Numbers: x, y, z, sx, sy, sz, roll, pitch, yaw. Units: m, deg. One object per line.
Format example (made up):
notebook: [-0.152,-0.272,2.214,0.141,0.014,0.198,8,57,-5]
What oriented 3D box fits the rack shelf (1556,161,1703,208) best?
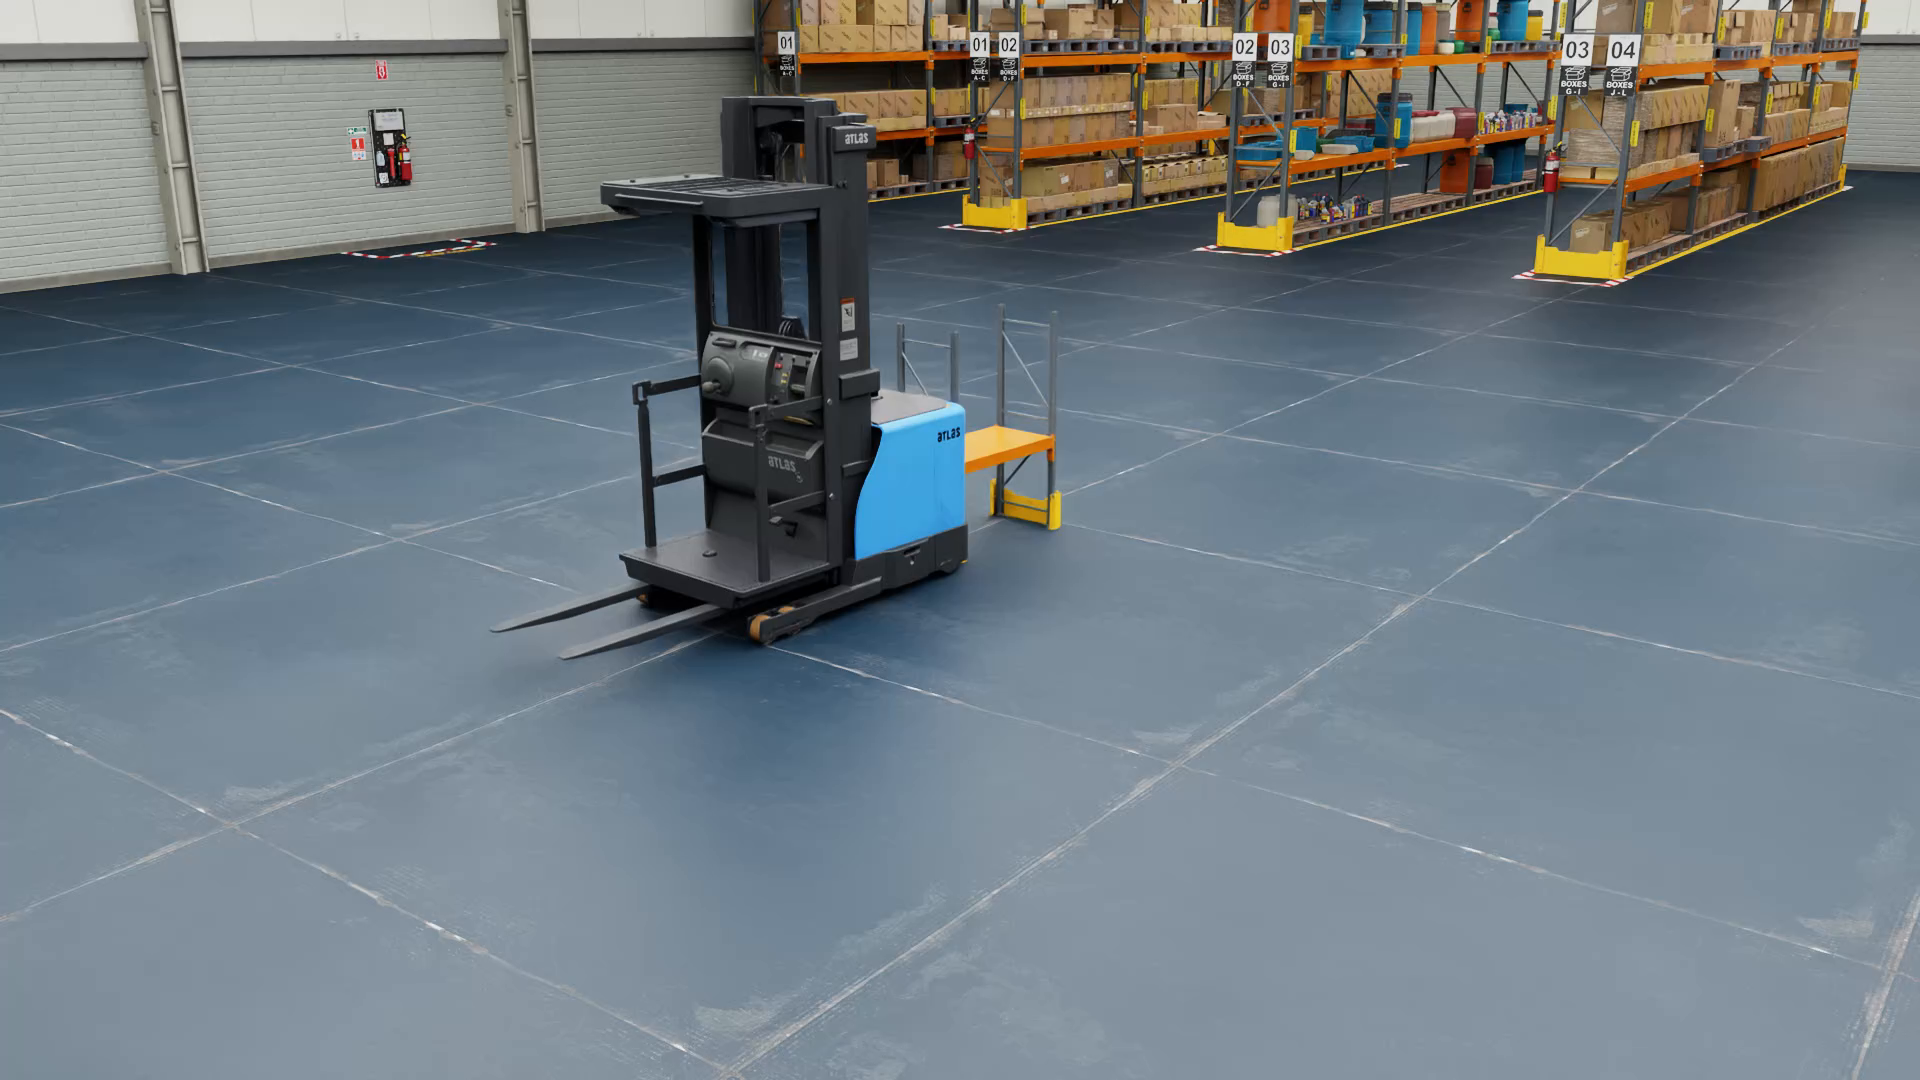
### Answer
rack shelf: [9.753,-5.237,24.264,1.077,0.370,4.000,12,21,35]

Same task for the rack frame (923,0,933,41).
rack frame: [-0.990,-11.548,33.258,1.000,3.000,0.127,12,21,35]

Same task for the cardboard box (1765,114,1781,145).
cardboard box: [14.141,-7.249,29.360,0.500,0.500,0.500,12,21,33]

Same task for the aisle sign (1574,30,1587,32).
aisle sign: [13.921,-11.102,37.552,0.394,0.787,0.004,12,21,35]

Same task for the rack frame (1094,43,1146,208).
rack frame: [2.991,-7.809,31.331,1.000,3.000,0.127,12,21,35]

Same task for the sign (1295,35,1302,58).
sign: [5.022,-7.318,24.680,0.100,0.325,0.005,12,21,35]

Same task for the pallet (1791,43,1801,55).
pallet: [14.333,-8.782,29.726,1.003,0.211,1.213,14,22,37]

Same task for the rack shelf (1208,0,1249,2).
rack shelf: [6.566,-11.568,35.210,1.077,0.370,4.000,12,21,35]

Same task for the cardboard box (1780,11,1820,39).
cardboard box: [16.129,-9.888,31.925,0.700,0.500,0.500,11,20,31]

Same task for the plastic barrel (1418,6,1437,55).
plastic barrel: [8.296,-9.210,30.061,0.600,0.830,0.708,12,21,35]

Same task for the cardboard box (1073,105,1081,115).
cardboard box: [1.931,-7.635,29.509,0.380,0.149,0.250,13,21,35]

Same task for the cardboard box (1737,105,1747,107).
cardboard box: [13.038,-7.123,28.246,0.500,0.500,0.500,10,20,28]

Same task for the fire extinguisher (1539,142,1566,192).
fire extinguisher: [8.123,-5.122,22.810,0.296,0.674,0.183,12,21,35]

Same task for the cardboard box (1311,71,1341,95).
cardboard box: [8.264,-10.302,37.505,0.500,0.500,0.500,13,22,36]

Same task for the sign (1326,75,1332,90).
sign: [8.205,-10.170,36.983,0.100,0.325,0.005,12,21,35]

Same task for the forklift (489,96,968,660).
forklift: [-1.294,-0.981,9.462,1.130,2.935,3.031,14,22,39]

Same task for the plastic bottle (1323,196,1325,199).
plastic bottle: [6.254,-5.762,28.590,0.152,0.276,0.135,13,22,37]

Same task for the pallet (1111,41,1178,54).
pallet: [3.506,-9.362,31.599,0.805,0.209,1.217,11,21,33]

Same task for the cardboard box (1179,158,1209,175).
cardboard box: [4.652,-7.504,33.332,0.500,0.311,0.500,12,21,34]

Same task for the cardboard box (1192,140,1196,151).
cardboard box: [5.823,-10.364,43.066,0.700,0.500,0.500,12,21,35]

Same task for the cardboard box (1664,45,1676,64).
cardboard box: [9.656,-6.776,23.200,0.500,0.250,0.500,12,21,34]

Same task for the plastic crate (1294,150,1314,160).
plastic crate: [5.375,-6.010,25.984,0.298,0.136,0.250,12,21,35]

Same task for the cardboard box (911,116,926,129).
cardboard box: [-1.029,-8.455,33.631,0.500,0.250,0.500,12,21,35]

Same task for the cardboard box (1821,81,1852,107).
cardboard box: [18.015,-9.182,34.239,0.500,0.500,0.500,13,21,35]

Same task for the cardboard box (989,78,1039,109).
cardboard box: [0.927,-7.645,28.448,0.700,0.500,0.500,13,21,35]

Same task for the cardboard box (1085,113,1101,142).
cardboard box: [2.120,-7.504,30.182,0.700,0.500,0.500,13,21,35]

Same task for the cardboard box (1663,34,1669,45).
cardboard box: [9.562,-6.917,22.982,0.380,0.149,0.250,12,21,35]

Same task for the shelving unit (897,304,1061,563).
shelving unit: [0.130,-0.741,11.102,0.587,1.500,1.083,14,22,39]

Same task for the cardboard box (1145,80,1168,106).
cardboard box: [4.552,-11.031,41.202,0.980,0.700,0.700,12,21,33]

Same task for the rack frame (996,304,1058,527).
rack frame: [0.456,-0.854,11.463,0.500,1.500,0.032,14,22,39]

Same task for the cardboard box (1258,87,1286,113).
cardboard box: [6.754,-9.531,36.000,0.700,0.500,0.500,7,19,21]

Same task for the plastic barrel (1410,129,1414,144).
plastic barrel: [7.878,-7.155,29.458,0.301,0.262,0.301,0,17,0]

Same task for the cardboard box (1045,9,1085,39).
cardboard box: [1.816,-8.951,28.839,0.500,0.500,0.500,12,21,35]

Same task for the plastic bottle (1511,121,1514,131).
plastic bottle: [10.974,-8.265,33.136,0.097,0.201,0.097,0,17,0]

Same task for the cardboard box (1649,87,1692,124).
cardboard box: [10.302,-6.331,24.216,0.500,0.500,0.500,12,21,35]

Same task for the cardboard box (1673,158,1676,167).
cardboard box: [10.384,-5.612,24.681,0.380,0.149,0.250,12,21,35]

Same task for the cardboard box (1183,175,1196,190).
cardboard box: [4.346,-7.115,33.025,0.500,0.250,0.500,13,21,36]

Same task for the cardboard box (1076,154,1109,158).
cardboard box: [2.463,-6.999,31.388,0.500,0.500,0.500,12,21,35]

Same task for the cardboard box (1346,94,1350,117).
cardboard box: [8.582,-9.958,38.083,0.500,0.500,0.500,13,21,36]

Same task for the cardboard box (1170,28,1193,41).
cardboard box: [4.179,-9.815,32.278,0.500,0.250,0.500,10,20,30]

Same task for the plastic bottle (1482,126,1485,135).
plastic bottle: [10.016,-7.882,31.903,0.097,0.201,0.097,0,17,0]

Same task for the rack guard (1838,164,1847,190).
rack guard: [18.109,-7.727,35.284,1.175,0.500,0.348,12,21,35]

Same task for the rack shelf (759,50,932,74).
rack shelf: [-2.182,-9.296,32.275,1.077,0.370,4.000,12,21,35]

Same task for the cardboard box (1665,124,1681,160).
cardboard box: [10.083,-5.901,24.518,0.875,0.500,0.500,12,21,35]

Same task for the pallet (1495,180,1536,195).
pallet: [11.240,-7.330,34.491,1.003,0.211,1.213,12,21,35]

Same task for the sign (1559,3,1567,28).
sign: [8.127,-7.063,22.379,0.100,0.325,0.005,12,21,35]

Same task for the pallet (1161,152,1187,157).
pallet: [5.019,-9.716,42.175,1.003,0.211,1.213,12,21,35]

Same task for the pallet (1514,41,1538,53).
pallet: [10.671,-9.706,32.701,1.003,0.211,1.213,12,21,35]

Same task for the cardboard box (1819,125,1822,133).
cardboard box: [16.623,-8.043,32.509,0.380,0.149,0.250,12,21,33]

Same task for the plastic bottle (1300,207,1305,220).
plastic bottle: [5.691,-5.439,27.677,0.097,0.201,0.097,0,17,0]

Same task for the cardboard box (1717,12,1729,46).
cardboard box: [11.304,-7.834,25.473,0.797,0.503,0.637,11,20,32]

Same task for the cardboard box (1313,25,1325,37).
cardboard box: [8.247,-11.386,37.202,0.500,0.250,0.500,12,21,35]

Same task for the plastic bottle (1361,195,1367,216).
plastic bottle: [6.814,-5.673,28.180,0.144,0.351,0.185,12,21,33]

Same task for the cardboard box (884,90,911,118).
cardboard box: [-1.316,-8.692,33.131,0.500,0.500,0.500,12,21,34]

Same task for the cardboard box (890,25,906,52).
cardboard box: [-1.404,-9.891,32.776,0.500,0.500,0.500,10,20,30]
